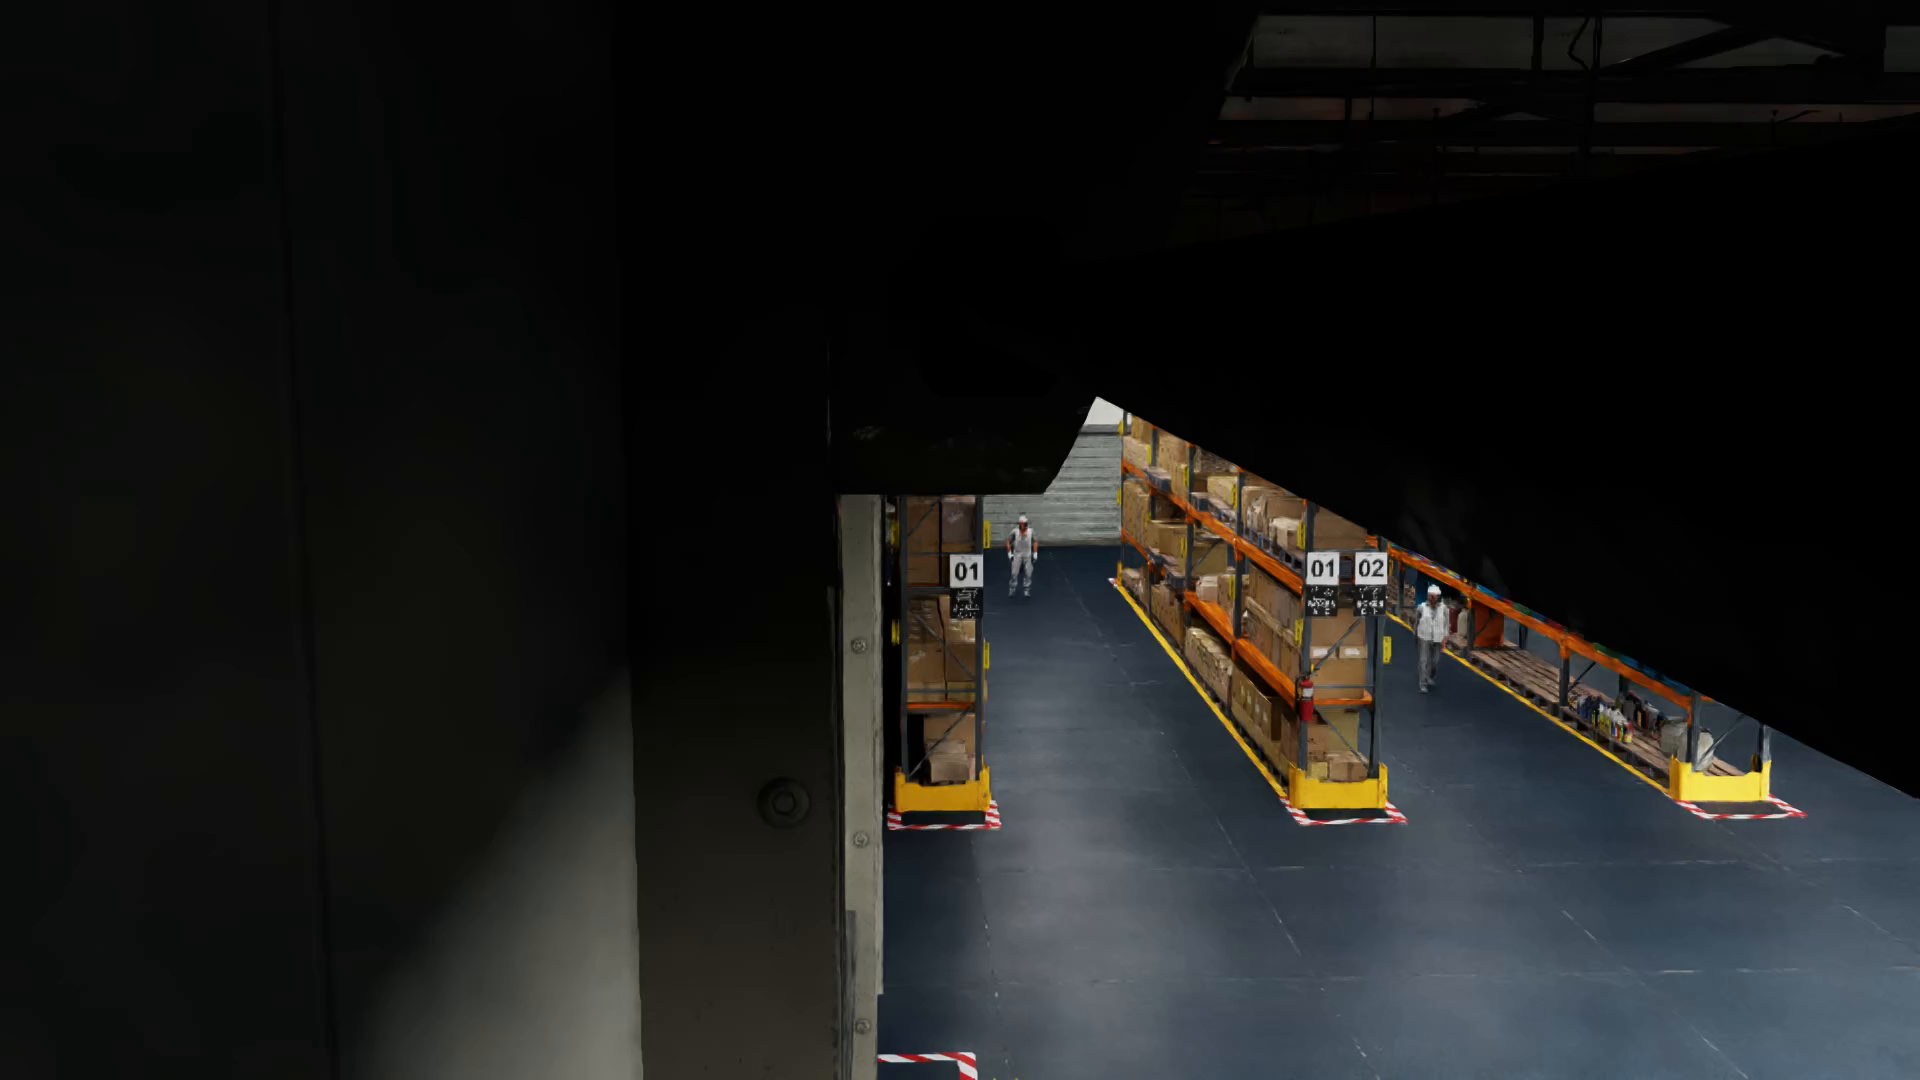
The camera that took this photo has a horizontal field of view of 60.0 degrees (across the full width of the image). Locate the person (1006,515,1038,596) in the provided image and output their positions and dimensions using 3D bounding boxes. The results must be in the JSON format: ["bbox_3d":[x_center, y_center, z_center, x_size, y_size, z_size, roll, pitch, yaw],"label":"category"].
[{"bbox_3d":[1.302,0.332,34.942,0.677,1.742,0.552,-1,8,-4],"label":"person"}]

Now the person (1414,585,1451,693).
[{"bbox_3d":[7.559,1.560,26.623,0.538,1.715,1.032,1,8,6],"label":"person"}]
